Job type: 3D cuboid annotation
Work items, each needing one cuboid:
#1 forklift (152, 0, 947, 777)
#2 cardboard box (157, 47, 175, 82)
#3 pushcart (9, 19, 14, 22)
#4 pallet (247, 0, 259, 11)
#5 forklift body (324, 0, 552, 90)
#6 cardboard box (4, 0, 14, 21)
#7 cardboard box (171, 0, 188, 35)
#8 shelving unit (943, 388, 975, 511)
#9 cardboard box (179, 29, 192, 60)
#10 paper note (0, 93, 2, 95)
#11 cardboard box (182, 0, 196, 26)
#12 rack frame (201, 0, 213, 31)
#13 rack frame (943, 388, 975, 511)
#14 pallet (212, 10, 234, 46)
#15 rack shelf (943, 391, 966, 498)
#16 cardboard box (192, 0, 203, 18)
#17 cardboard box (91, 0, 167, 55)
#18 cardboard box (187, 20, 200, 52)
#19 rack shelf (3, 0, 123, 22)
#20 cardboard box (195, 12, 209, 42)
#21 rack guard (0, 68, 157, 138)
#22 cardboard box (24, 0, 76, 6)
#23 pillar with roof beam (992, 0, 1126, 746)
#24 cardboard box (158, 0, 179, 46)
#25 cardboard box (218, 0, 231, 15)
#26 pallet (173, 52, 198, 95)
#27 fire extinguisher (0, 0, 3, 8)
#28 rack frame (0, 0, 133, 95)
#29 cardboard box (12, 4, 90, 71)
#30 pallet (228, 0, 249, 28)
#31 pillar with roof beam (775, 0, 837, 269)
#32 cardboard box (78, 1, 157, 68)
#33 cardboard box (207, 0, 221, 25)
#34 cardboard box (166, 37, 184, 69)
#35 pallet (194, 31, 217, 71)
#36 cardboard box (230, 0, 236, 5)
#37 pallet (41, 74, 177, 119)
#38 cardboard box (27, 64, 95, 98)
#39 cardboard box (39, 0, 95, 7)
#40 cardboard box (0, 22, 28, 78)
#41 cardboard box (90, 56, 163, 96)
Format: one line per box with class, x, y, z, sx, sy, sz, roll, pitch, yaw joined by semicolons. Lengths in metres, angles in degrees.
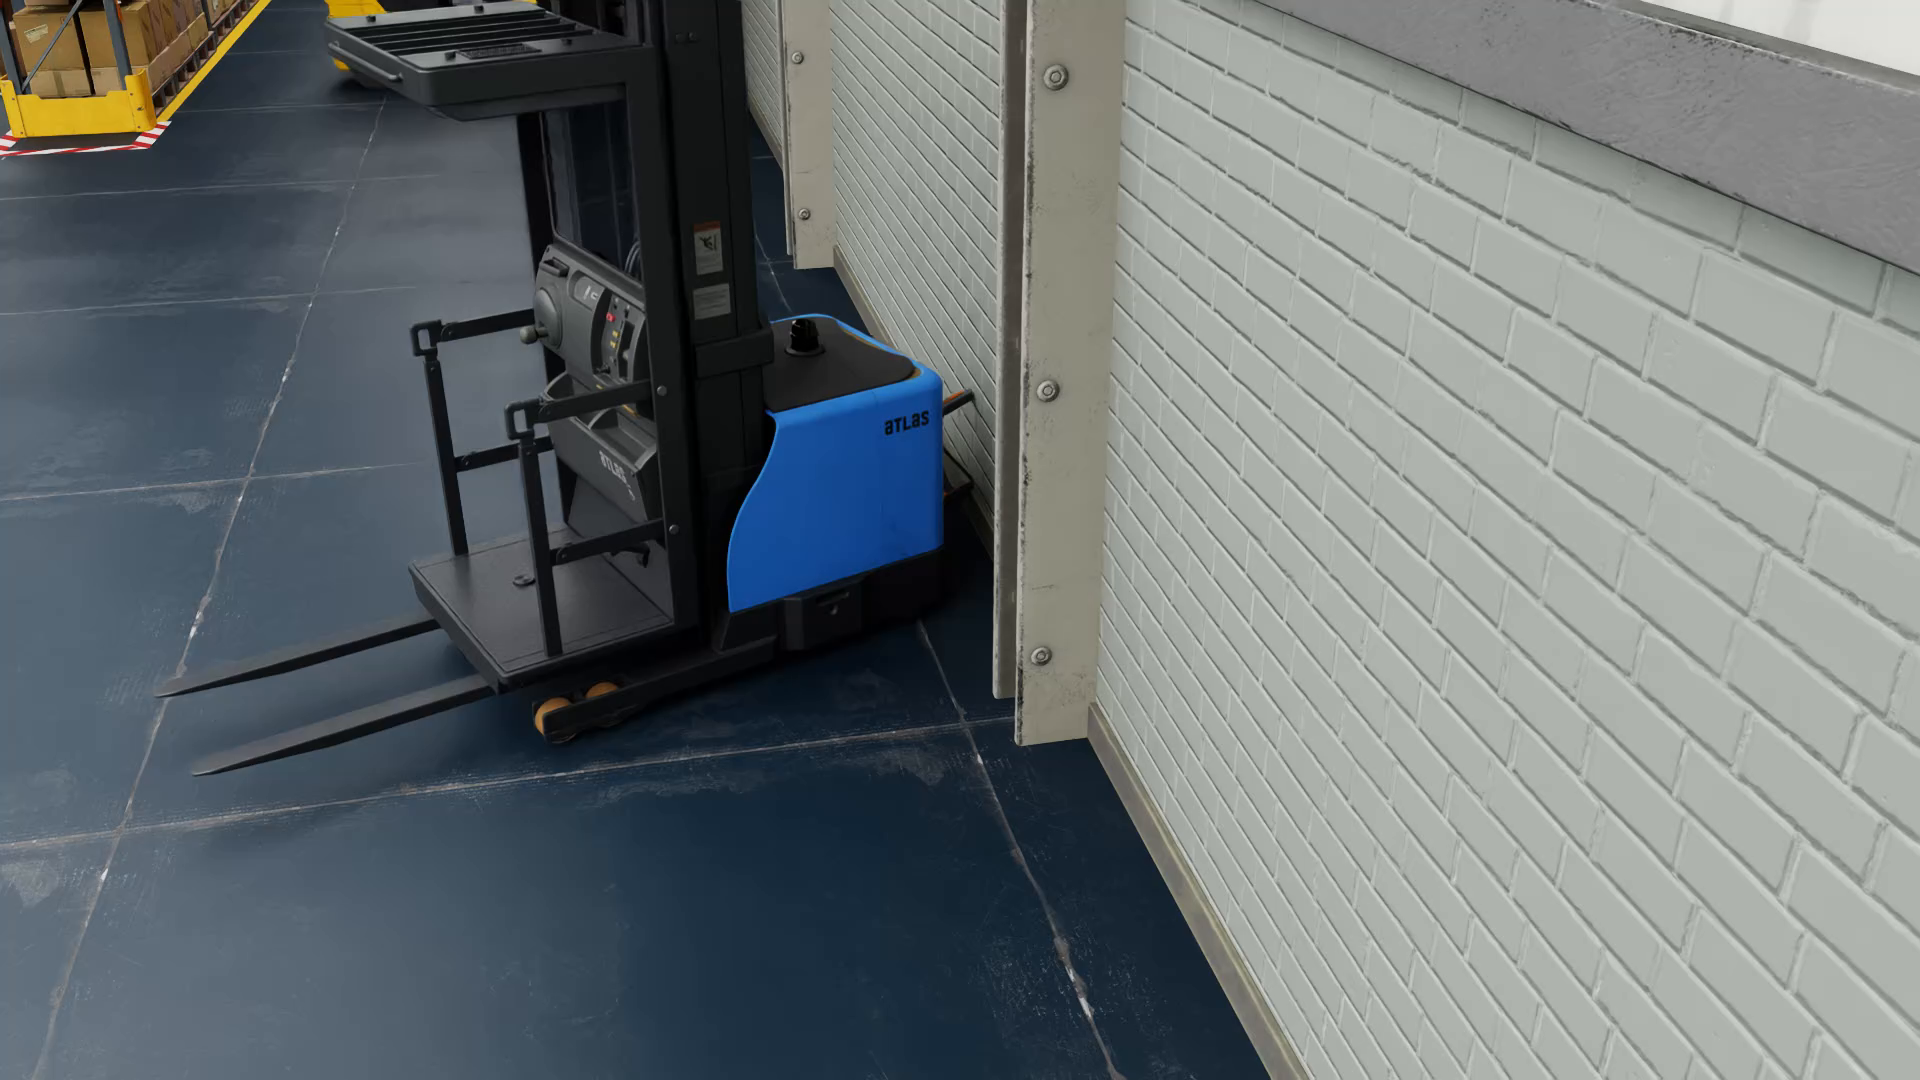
forklift;-1.557;-0.818;6.117;3.031;2.935;1.130;-17;32;-30
cardboard box;-7.959;-4.602;16.125;0.500;0.250;0.500;-5;27;-10
pushcart;-11.050;-5.367;17.965;1.648;0.377;0.936;-16;31;-29
pallet;-9.567;-6.959;21.304;1.003;0.211;1.213;-6;27;-12
forklift body;-5.309;-5.809;16.873;2.313;2.155;1.214;-6;27;-12
cardboard box;-10.568;-5.820;17.885;0.500;0.500;0.500;-6;27;-12
cardboard box;-8.213;-5.407;16.886;0.500;0.500;0.500;-5;27;-9
shelving unit;-0.598;-0.414;7.809;1.048;0.538;1.125;15;32;33
cardboard box;-8.205;-5.063;17.037;0.500;0.250;0.500;-6;27;-11
paper note;-9.475;-4.434;16.500;0.142;0.019;0.148;-16;31;-29
cardboard box;-8.329;-5.631;17.330;0.500;0.500;0.500;-5;27;-11
rack frame;-8.840;-6.791;17.877;1.000;3.000;0.127;-6;27;-12
rack frame;-0.186;-0.304;7.532;0.032;0.500;1.125;15;32;33
pallet;-9.017;-5.888;19.182;1.003;0.211;1.213;-6;27;-12
rack shelf;-0.455;-0.511;7.982;1.000;0.538;0.278;15;32;33
cardboard box;-8.446;-5.854;17.772;0.500;0.500;0.500;-6;27;-12
cardboard box;-7.979;-4.952;15.985;0.500;0.500;0.500;-7;28;-14
cardboard box;-8.315;-5.286;17.480;0.500;0.250;0.500;-7;28;-13
rack shelf;-8.390;-5.592;16.299;1.077;0.370;4.000;-6;27;-12
cardboard box;-8.445;-5.519;17.941;0.500;0.250;0.500;-5;27;-9
rack guard;-7.956;-3.953;15.027;1.175;0.500;0.348;-6;27;-12
cardboard box;-8.522;-5.099;15.557;0.380;0.149;0.250;-5;27;-10
pillar with roof beam;-3.873;-2.911;3.531;9.100;9.000;0.400;-6;27;-12
cardboard box;-8.084;-5.173;16.423;0.500;0.500;0.500;-5;27;-11
cardboard box;-9.126;-6.351;19.454;0.950;0.372;0.625;-4;27;-8
pallet;-8.376;-4.719;16.865;1.003;0.211;1.213;-6;27;-12
fire extinguisher;-8.362;-4.904;14.223;0.296;0.674;0.183;-6;27;-12
rack frame;-7.939;-5.035;14.397;1.000;3.000;0.127;-6;27;-12
cardboard box;-8.374;-4.655;15.398;0.500;0.500;0.500;-6;27;-11
pallet;-9.296;-6.425;20.245;1.003;0.211;1.213;-6;27;-12
pillar with roof beam;-5.225;-5.545;8.750;9.100;9.000;0.400;-6;27;-12
cardboard box;-7.857;-4.723;15.531;0.500;0.500;0.500;-7;28;-13
cardboard box;-8.961;-6.036;18.830;0.950;0.372;0.625;-6;27;-11
cardboard box;-8.094;-4.841;16.597;0.500;0.250;0.500;-4;27;-8
pallet;-8.655;-5.255;17.928;1.003;0.211;1.213;-6;27;-12
cardboard box;-9.285;-6.656;20.059;0.950;0.372;0.625;-5;27;-10
pallet;-8.105;-4.184;15.806;1.003;0.211;1.213;-6;27;-12
cardboard box;-8.389;-4.334;15.592;0.500;0.250;0.500;-6;27;-12
cardboard box;-8.494;-4.884;15.851;0.500;0.500;0.500;-5;27;-10
cardboard box;-9.925;-5.068;17.233;0.500;0.500;0.500;13;30;24
cardboard box;-7.851;-4.378;15.680;0.500;0.250;0.500;-6;27;-12
